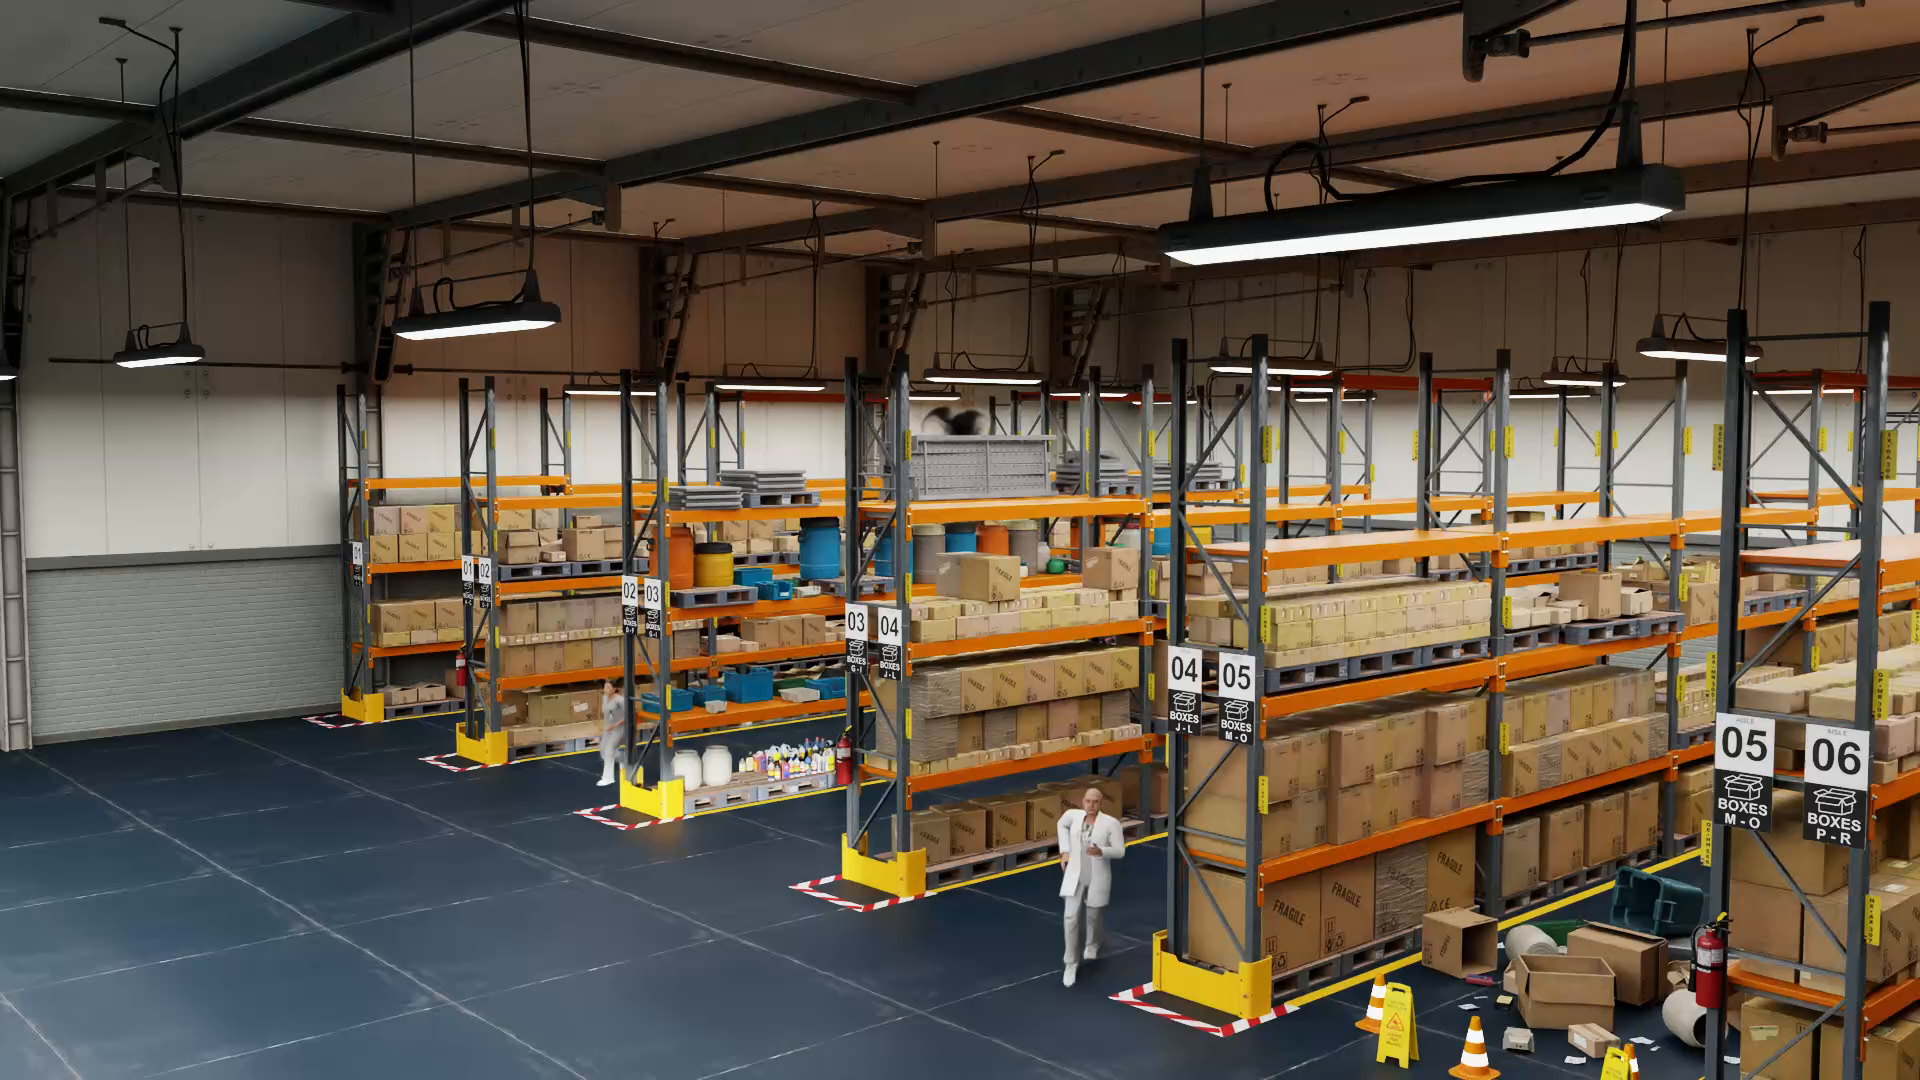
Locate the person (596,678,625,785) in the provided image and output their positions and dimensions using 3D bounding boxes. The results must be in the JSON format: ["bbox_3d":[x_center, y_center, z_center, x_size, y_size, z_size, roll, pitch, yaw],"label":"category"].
[{"bbox_3d":[-4.990,2.790,24.333,0.545,1.604,0.654,2,4,28],"label":"person"}]

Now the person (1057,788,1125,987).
[{"bbox_3d":[1.237,3.242,15.838,0.715,1.817,0.933,1,4,16],"label":"person"}]
